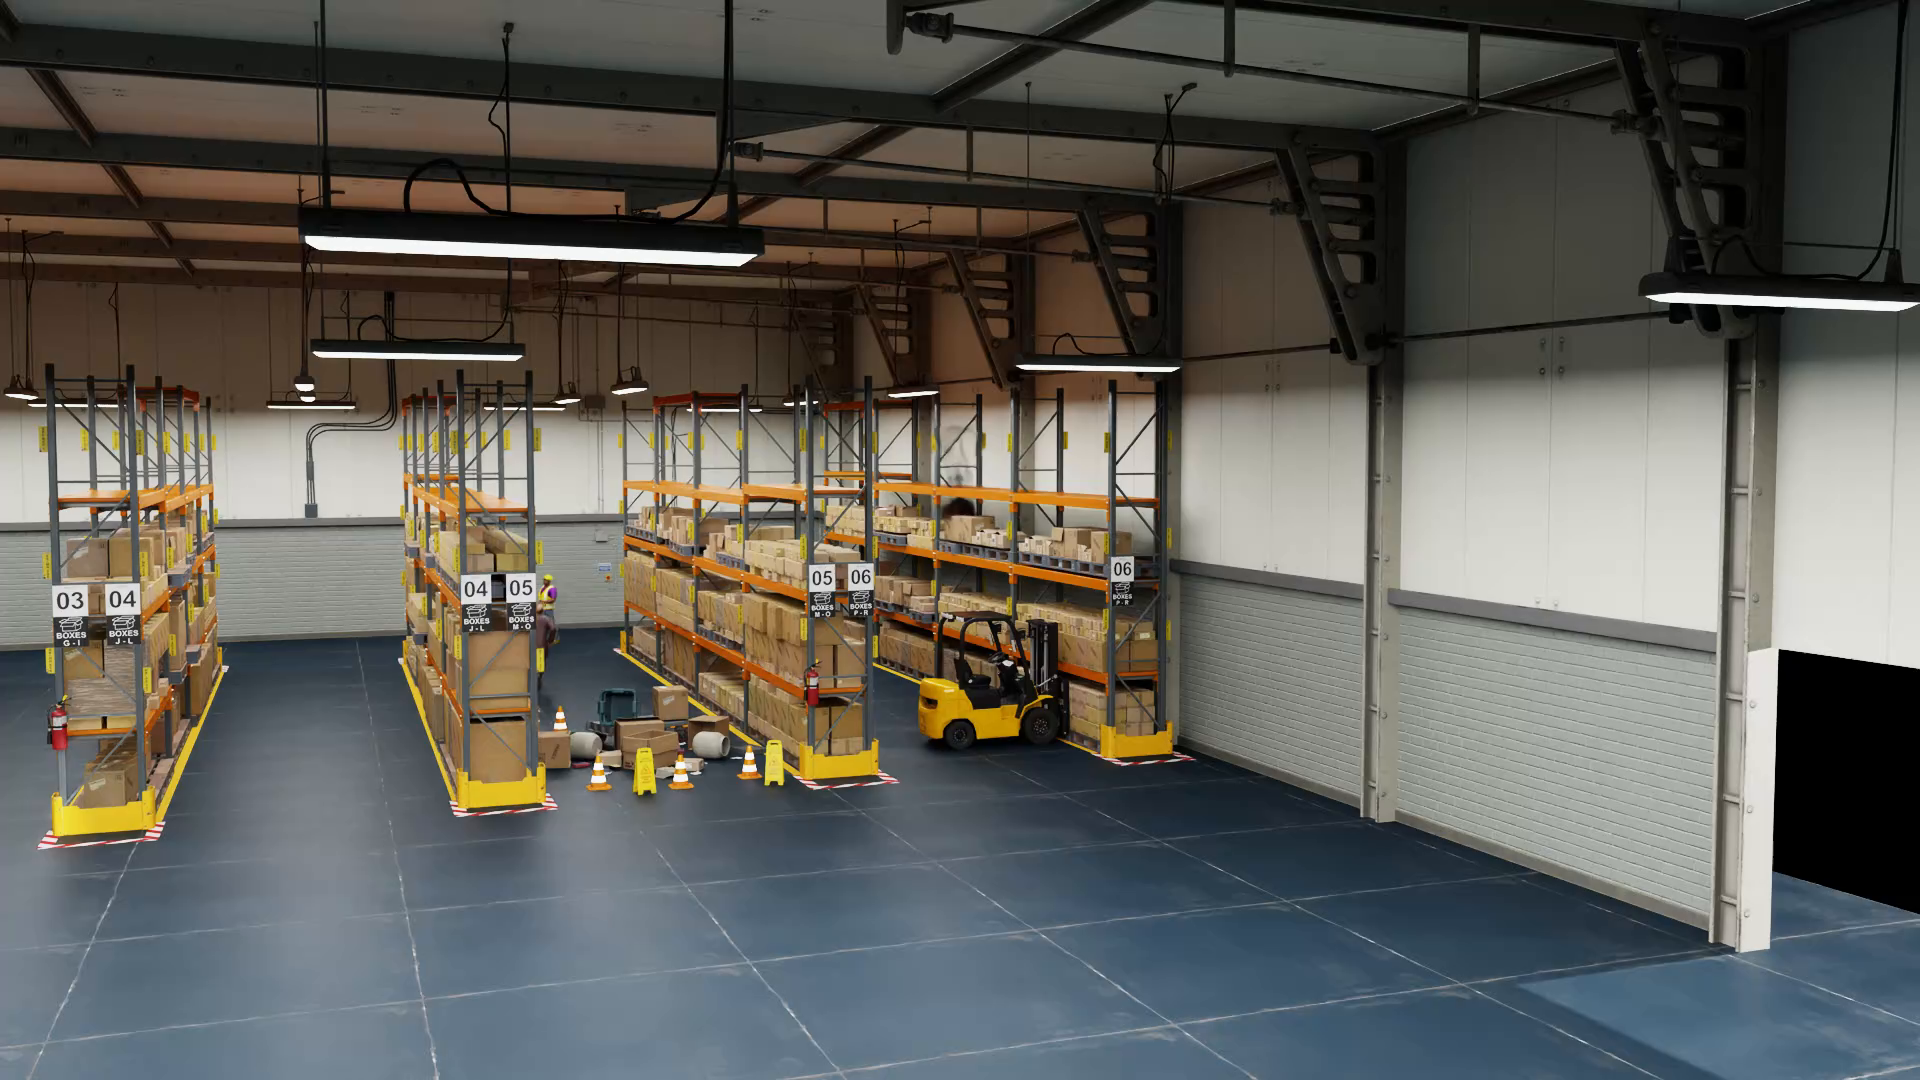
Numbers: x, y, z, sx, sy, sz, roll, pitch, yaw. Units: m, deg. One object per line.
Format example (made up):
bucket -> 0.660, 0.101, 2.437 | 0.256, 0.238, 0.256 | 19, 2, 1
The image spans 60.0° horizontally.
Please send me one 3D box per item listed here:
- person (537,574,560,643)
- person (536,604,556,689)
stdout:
person -> -10.262, 1.736, 41.214 | 0.710, 1.779, 0.724 | 3, 4, 38
person -> -8.463, 2.191, 33.364 | 0.711, 1.778, 1.153 | -1, 3, -15
